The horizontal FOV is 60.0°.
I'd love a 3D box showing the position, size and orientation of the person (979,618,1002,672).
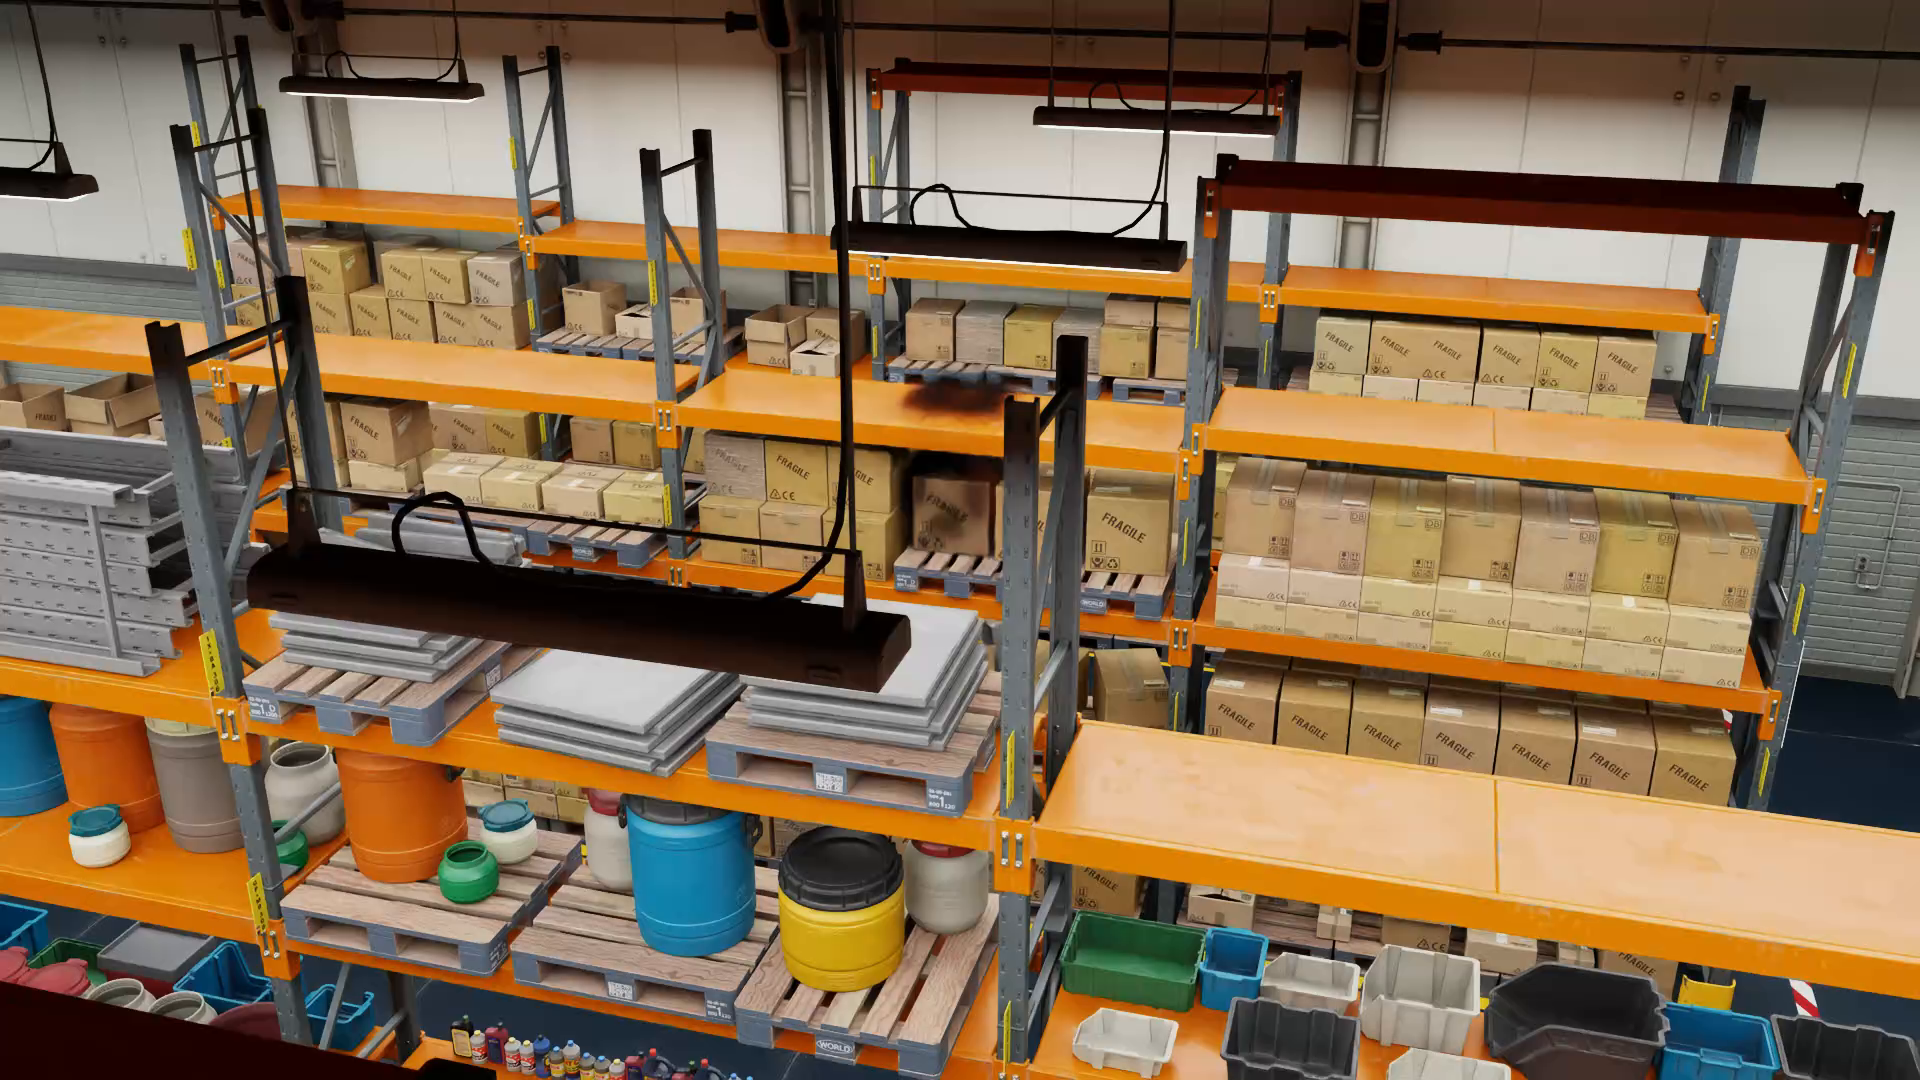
[{"bbox_3d":[0.339,0.858,16.615,0.572,1.683,0.580,-16,27,-33],"label":"person"}]
